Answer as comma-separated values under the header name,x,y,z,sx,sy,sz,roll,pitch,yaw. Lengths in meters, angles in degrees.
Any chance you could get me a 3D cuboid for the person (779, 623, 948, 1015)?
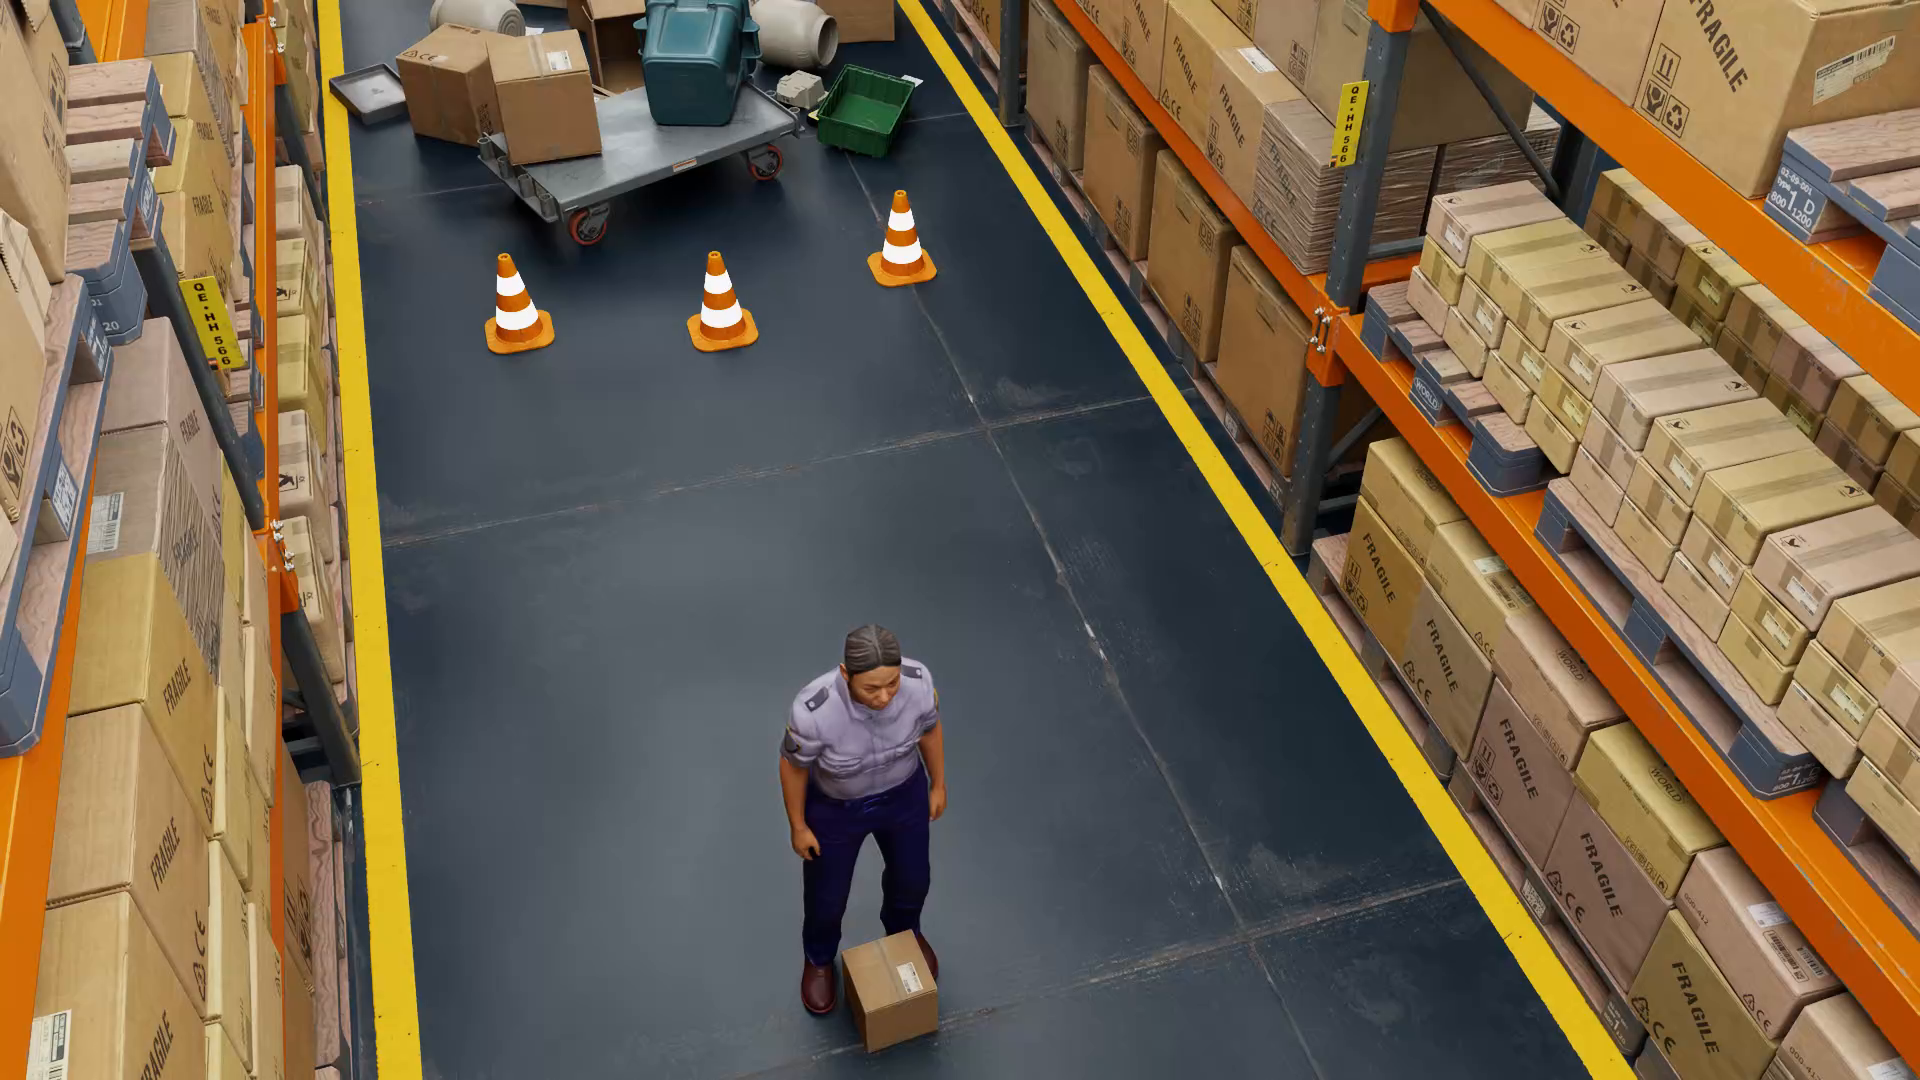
name,x,y,z,sx,sy,sz,roll,pitch,yaw
person,-0.306,0.840,5.249,0.564,1.651,0.376,-14,44,-15
